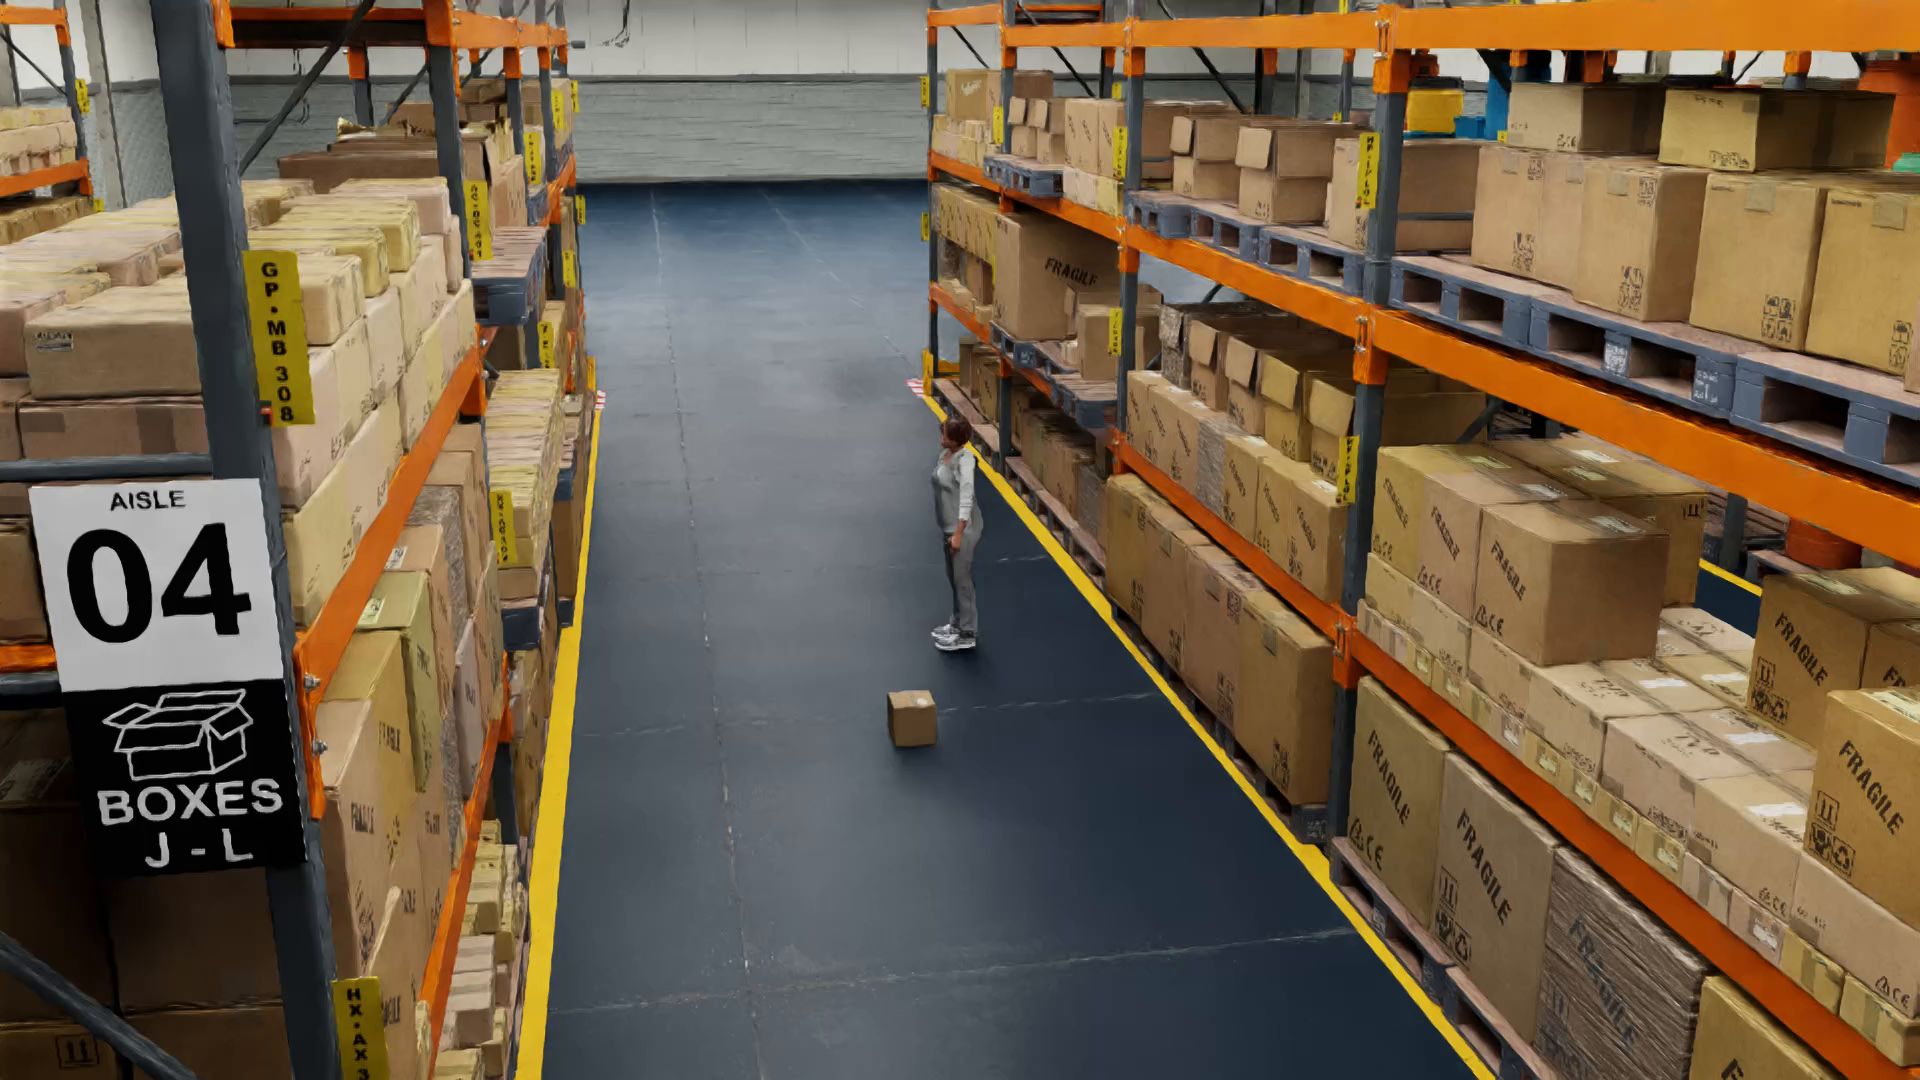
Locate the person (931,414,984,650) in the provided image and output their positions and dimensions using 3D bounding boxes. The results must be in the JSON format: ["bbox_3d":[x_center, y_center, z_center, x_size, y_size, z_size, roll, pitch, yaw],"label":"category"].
[{"bbox_3d":[-0.022,-0.051,11.167,0.339,1.591,0.467,-6,18,-19],"label":"person"}]
